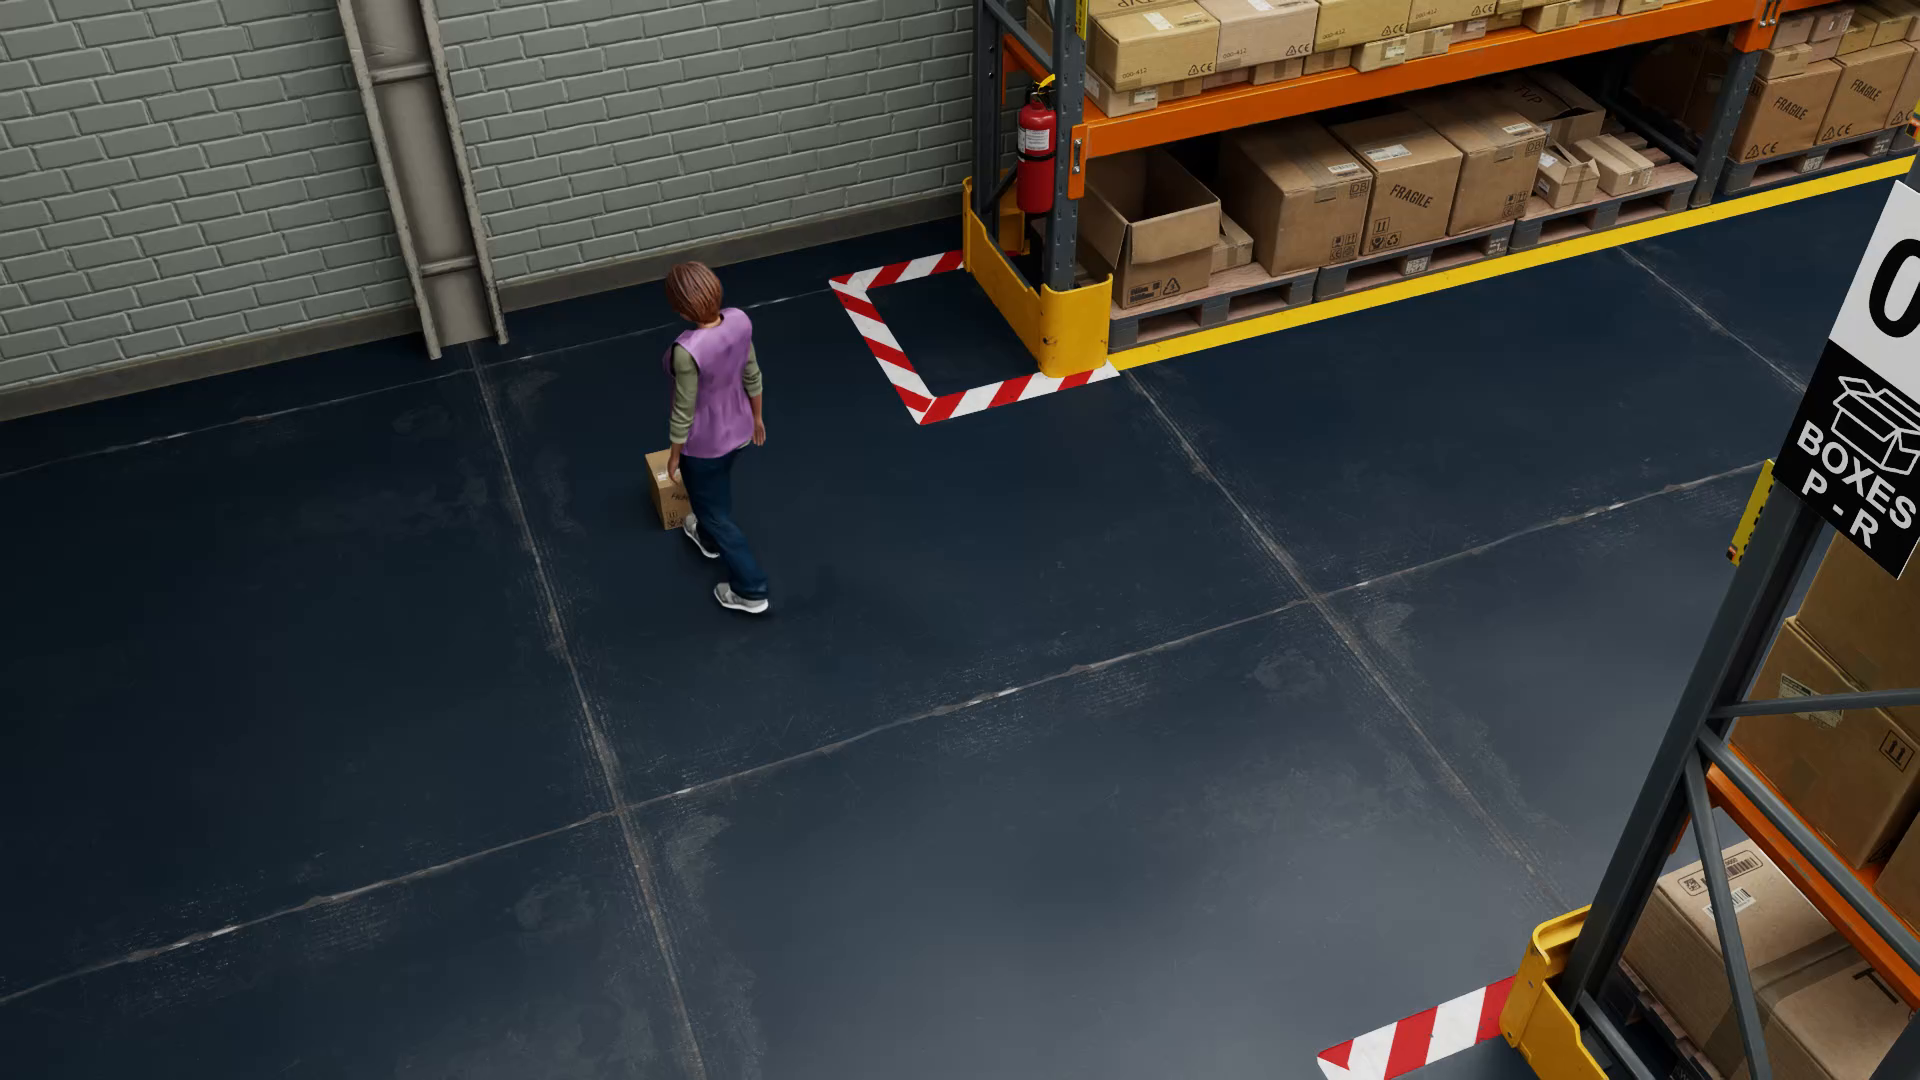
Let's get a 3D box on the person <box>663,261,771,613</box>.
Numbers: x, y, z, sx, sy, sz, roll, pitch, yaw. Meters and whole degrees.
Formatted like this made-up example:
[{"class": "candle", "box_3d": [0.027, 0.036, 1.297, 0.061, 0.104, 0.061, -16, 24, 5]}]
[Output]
[{"class": "person", "box_3d": [-1.022, -0.428, 6.629, 0.694, 1.549, 0.448, 29, 50, 28]}]
